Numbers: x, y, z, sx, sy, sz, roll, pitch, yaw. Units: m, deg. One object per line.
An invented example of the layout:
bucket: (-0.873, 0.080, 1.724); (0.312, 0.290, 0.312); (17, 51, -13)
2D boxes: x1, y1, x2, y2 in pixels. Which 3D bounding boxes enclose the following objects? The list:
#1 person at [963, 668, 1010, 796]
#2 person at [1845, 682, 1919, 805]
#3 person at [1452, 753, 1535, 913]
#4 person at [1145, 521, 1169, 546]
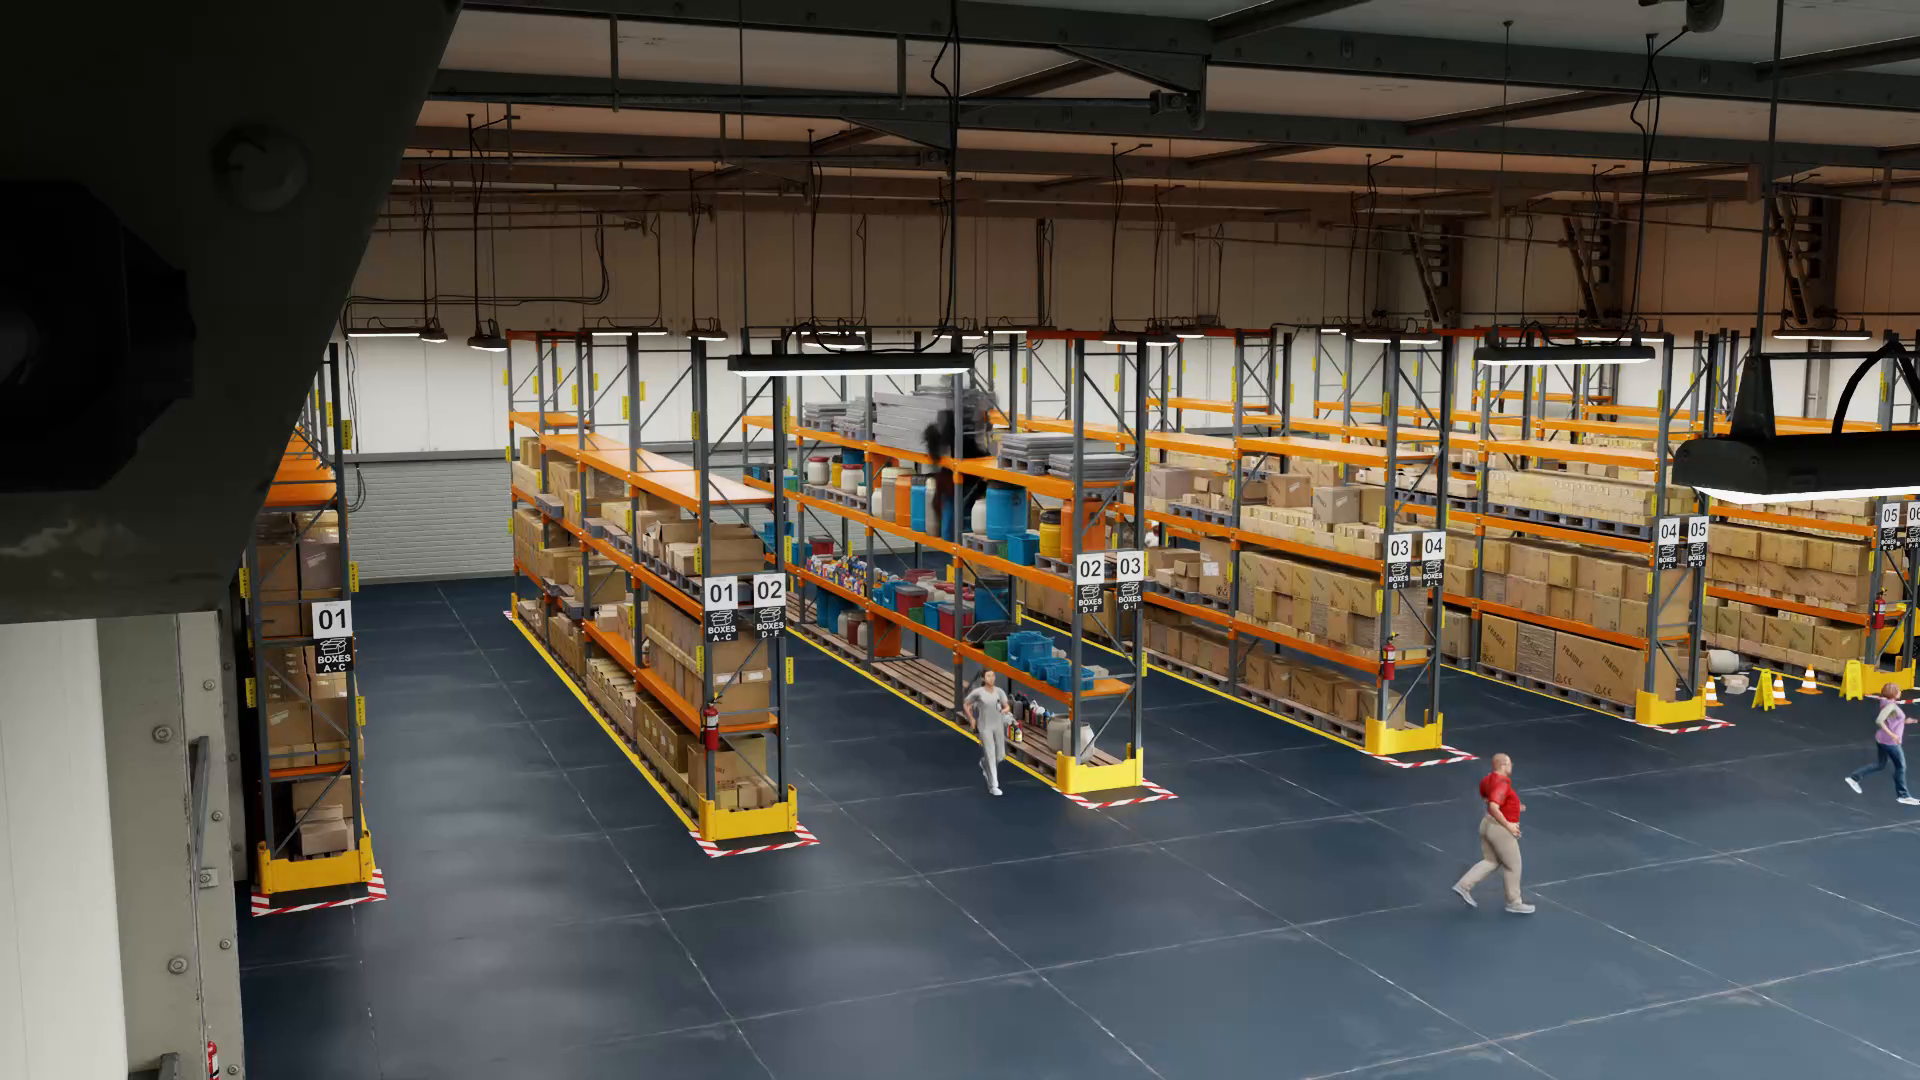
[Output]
person: (0.392, 2.522, 22.121); (0.596, 1.644, 0.862); (-3, 8, -21)
person: (11.984, 2.613, 21.494); (0.889, 1.576, 0.542); (2, 8, 15)
person: (5.673, 3.090, 17.558); (0.869, 1.716, 0.678); (-1, 8, -6)
person: (4.391, 0.422, 37.186); (0.707, 1.718, 0.580); (-3, 8, -24)
